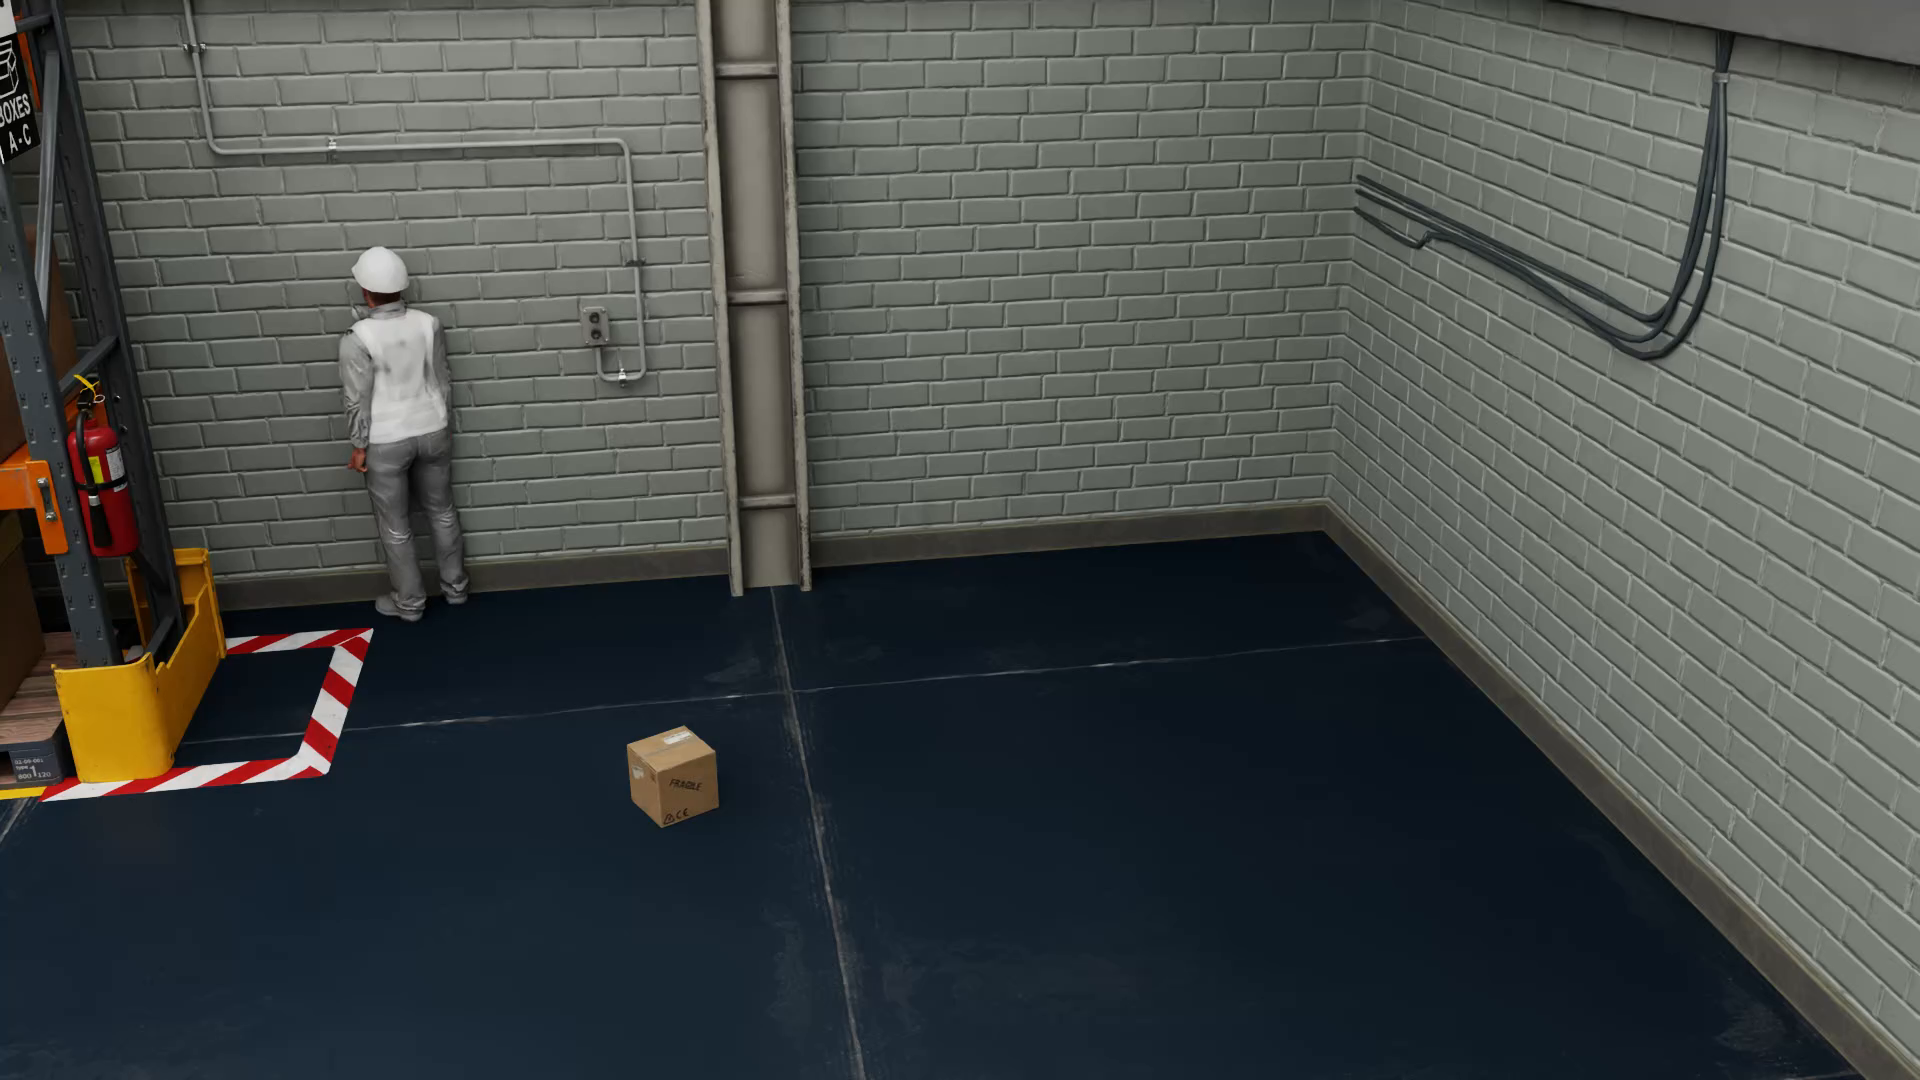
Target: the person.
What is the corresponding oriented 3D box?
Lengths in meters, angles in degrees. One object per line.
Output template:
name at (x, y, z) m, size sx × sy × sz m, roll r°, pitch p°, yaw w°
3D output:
person at (-2.589, -0.487, 7.701) m, size 0.375 × 1.775 × 0.524 m, roll 20°, pitch 30°, yaw 39°
